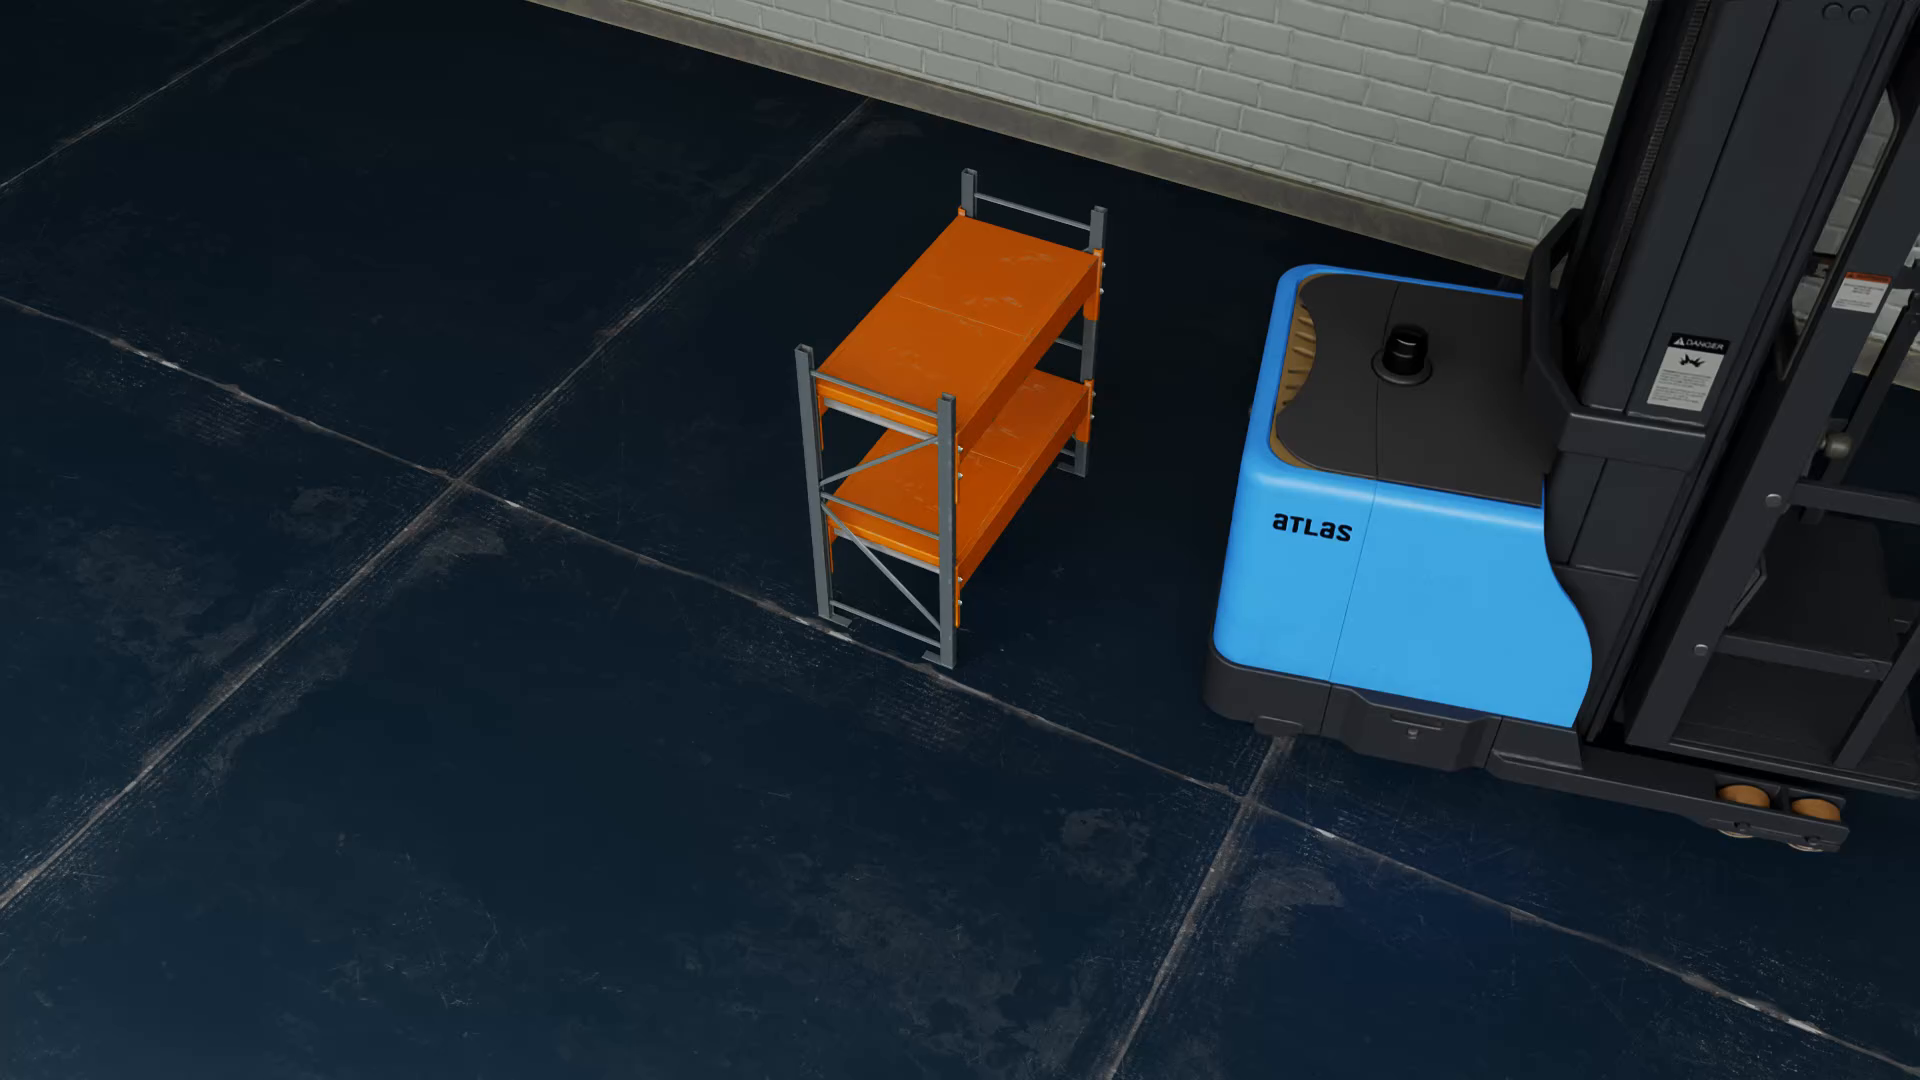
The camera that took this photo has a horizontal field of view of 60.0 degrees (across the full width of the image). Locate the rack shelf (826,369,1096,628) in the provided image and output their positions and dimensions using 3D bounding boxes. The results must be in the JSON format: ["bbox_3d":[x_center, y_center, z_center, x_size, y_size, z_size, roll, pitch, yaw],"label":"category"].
[{"bbox_3d":[-0.003,-0.219,5.520,0.538,0.278,1.000,20,49,19],"label":"rack shelf"}]

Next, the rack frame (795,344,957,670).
[{"bbox_3d":[-0.239,-0.071,5.029,0.500,1.125,0.032,20,49,19],"label":"rack frame"}]

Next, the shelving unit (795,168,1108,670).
[{"bbox_3d":[-0.003,-0.391,5.346,0.538,1.125,1.048,20,49,19],"label":"shelving unit"}]

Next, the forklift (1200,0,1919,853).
[{"bbox_3d":[2.323,-0.542,4.225,3.031,2.935,1.130,10,46,10],"label":"forklift"}]

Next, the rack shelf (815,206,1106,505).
[{"bbox_3d":[-0.003,-0.597,5.138,0.538,0.278,1.000,20,49,19],"label":"rack shelf"}]

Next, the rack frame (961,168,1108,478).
[{"bbox_3d":[0.233,-0.711,5.662,0.500,1.125,0.032,20,49,19],"label":"rack frame"}]
